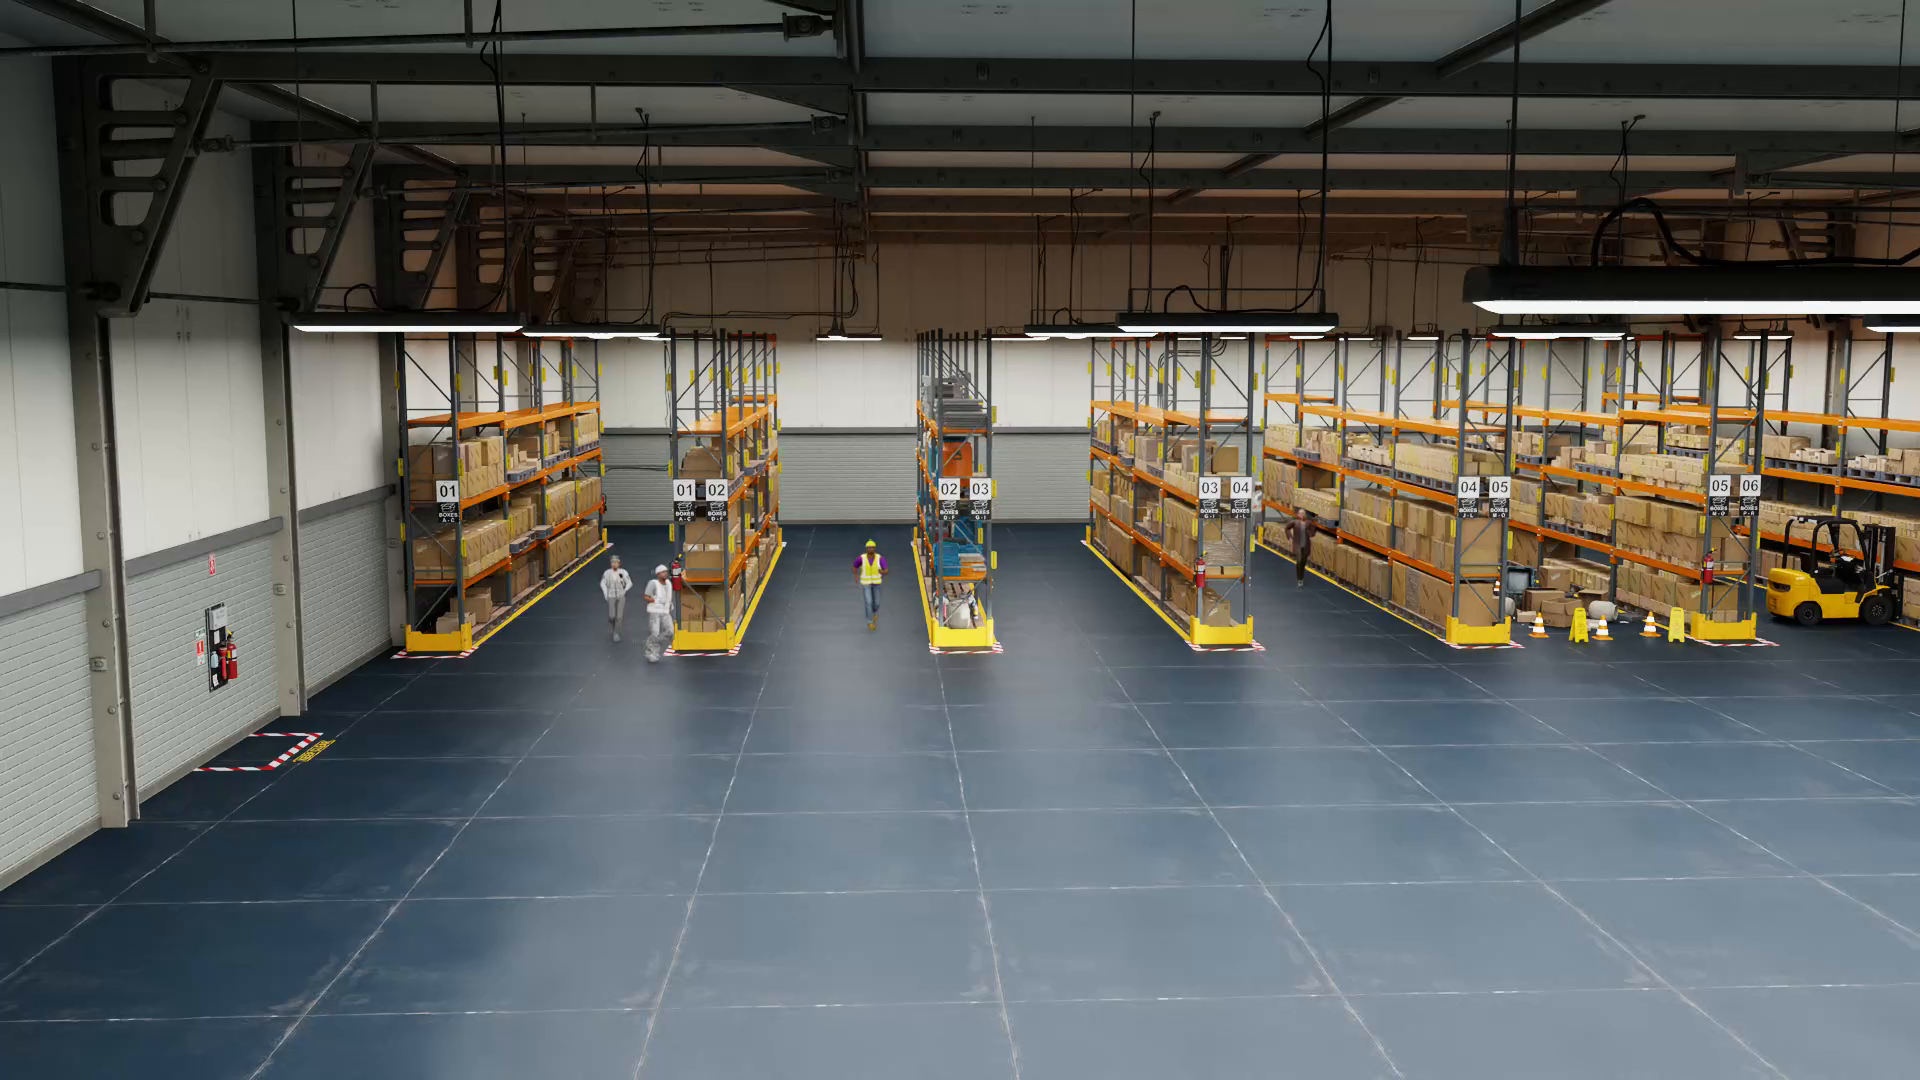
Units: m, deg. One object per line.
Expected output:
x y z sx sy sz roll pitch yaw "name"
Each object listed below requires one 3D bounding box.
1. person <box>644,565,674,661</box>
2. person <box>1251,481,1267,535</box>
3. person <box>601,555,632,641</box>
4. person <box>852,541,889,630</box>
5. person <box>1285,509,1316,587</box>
-5.370 1.317 30.064 0.604 1.729 0.690 6 9 43 "person"
8.774 -0.866 48.831 0.674 1.734 0.695 -2 7 -19 "person"
-6.644 1.116 32.194 0.605 1.669 0.569 -1 7 -10 "person"
-1.793 0.885 33.553 0.710 1.747 0.968 -1 7 -11 "person"
8.119 0.178 39.584 0.694 1.810 0.877 0 7 -3 "person"
